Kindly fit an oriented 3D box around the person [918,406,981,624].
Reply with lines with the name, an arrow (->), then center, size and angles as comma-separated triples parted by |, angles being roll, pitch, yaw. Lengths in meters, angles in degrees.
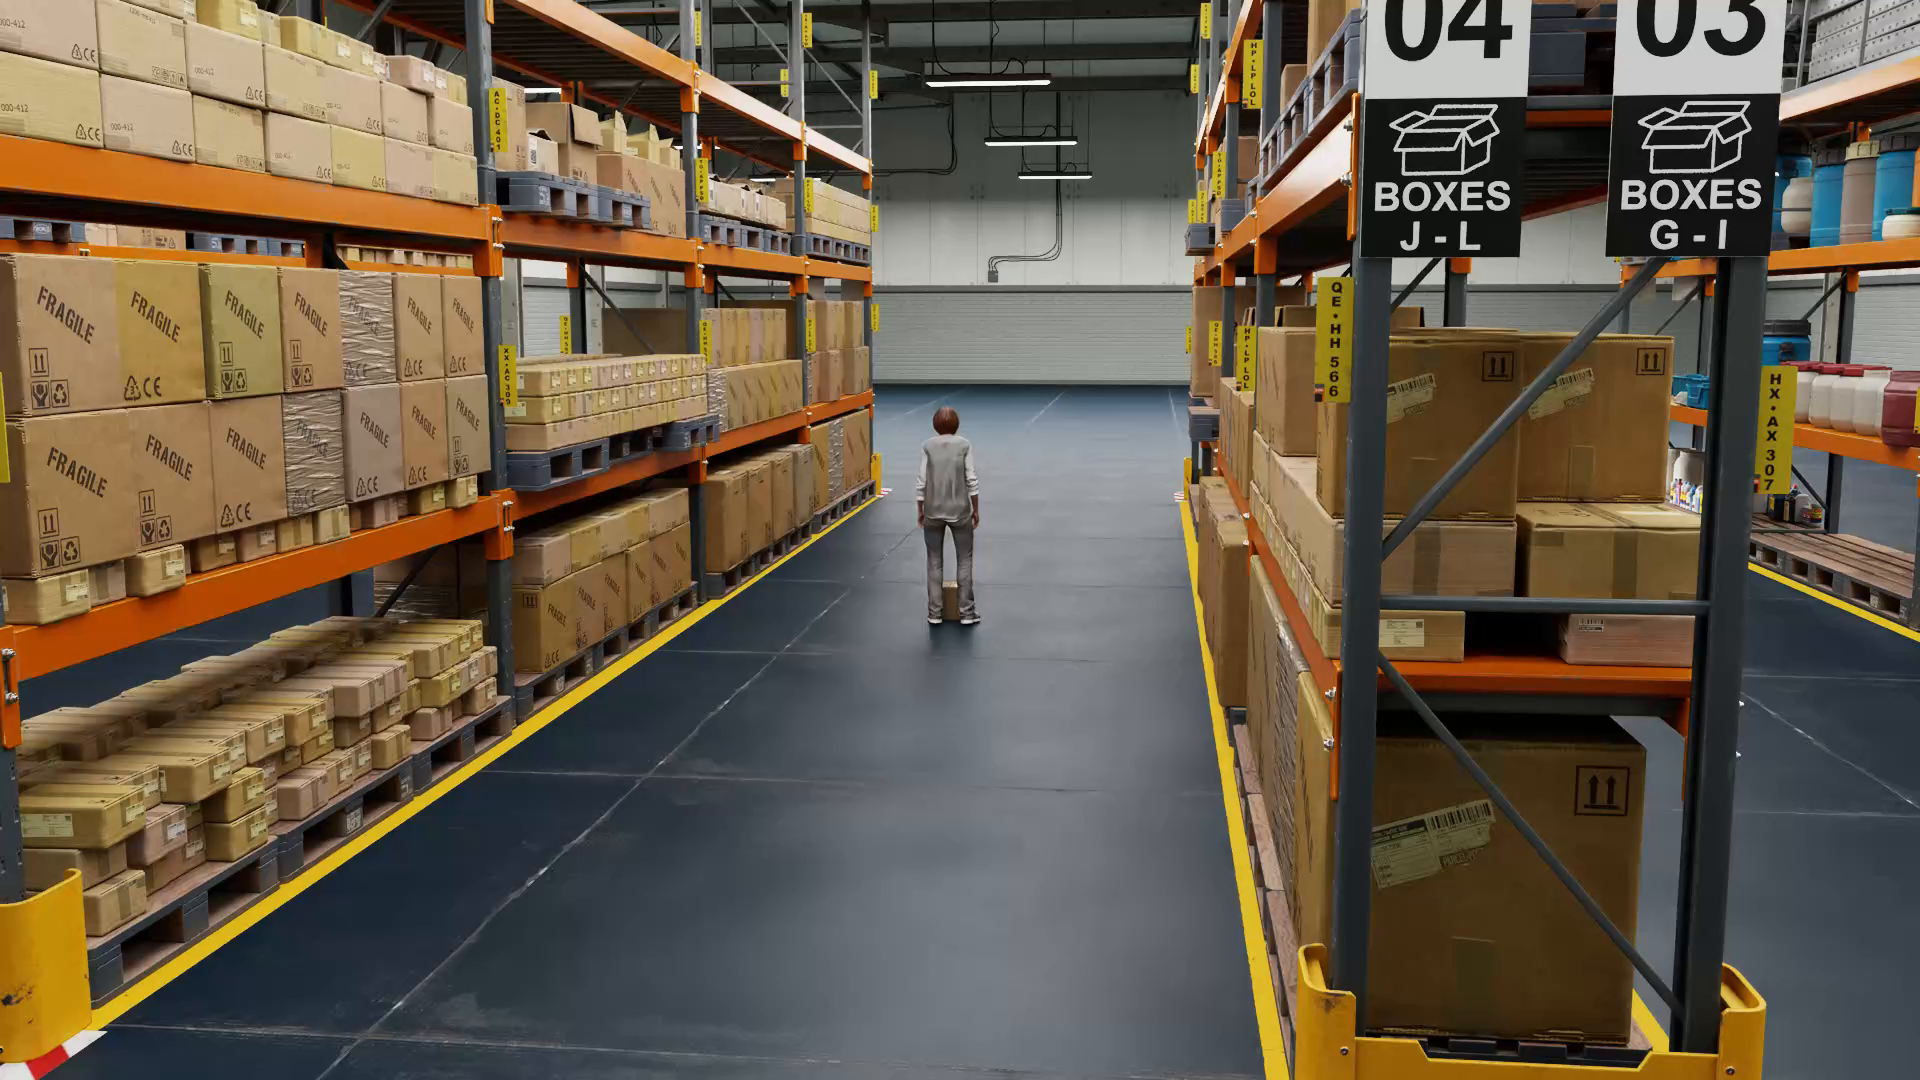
person -> -0.082, -0.172, 12.137 | 0.457, 1.581, 0.348 | 1, 8, 6
